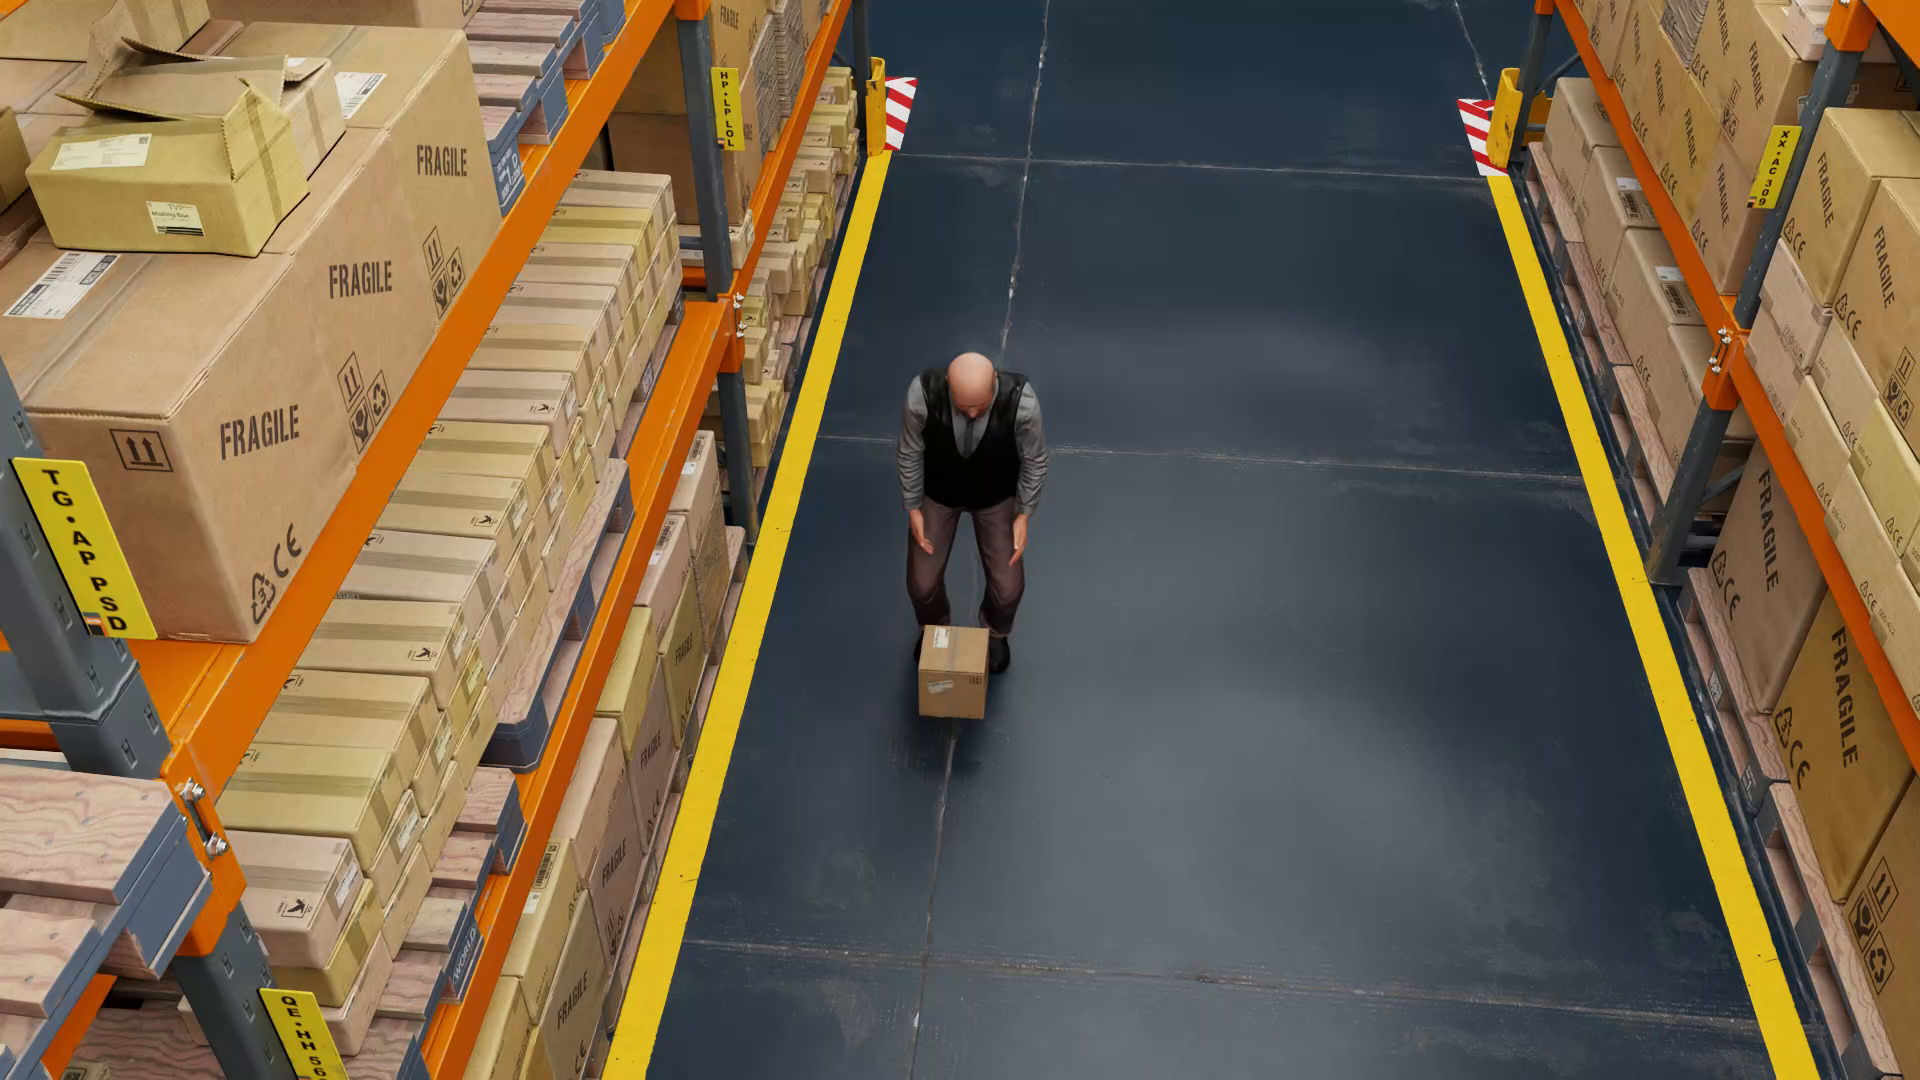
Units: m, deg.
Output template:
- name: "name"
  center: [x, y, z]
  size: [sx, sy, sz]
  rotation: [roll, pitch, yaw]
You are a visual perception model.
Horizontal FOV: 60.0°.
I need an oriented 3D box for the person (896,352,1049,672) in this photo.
- name: "person"
  center: [0.051, -0.148, 6.474]
  size: [0.581, 1.577, 0.555]
  rotation: [4, 40, 5]
